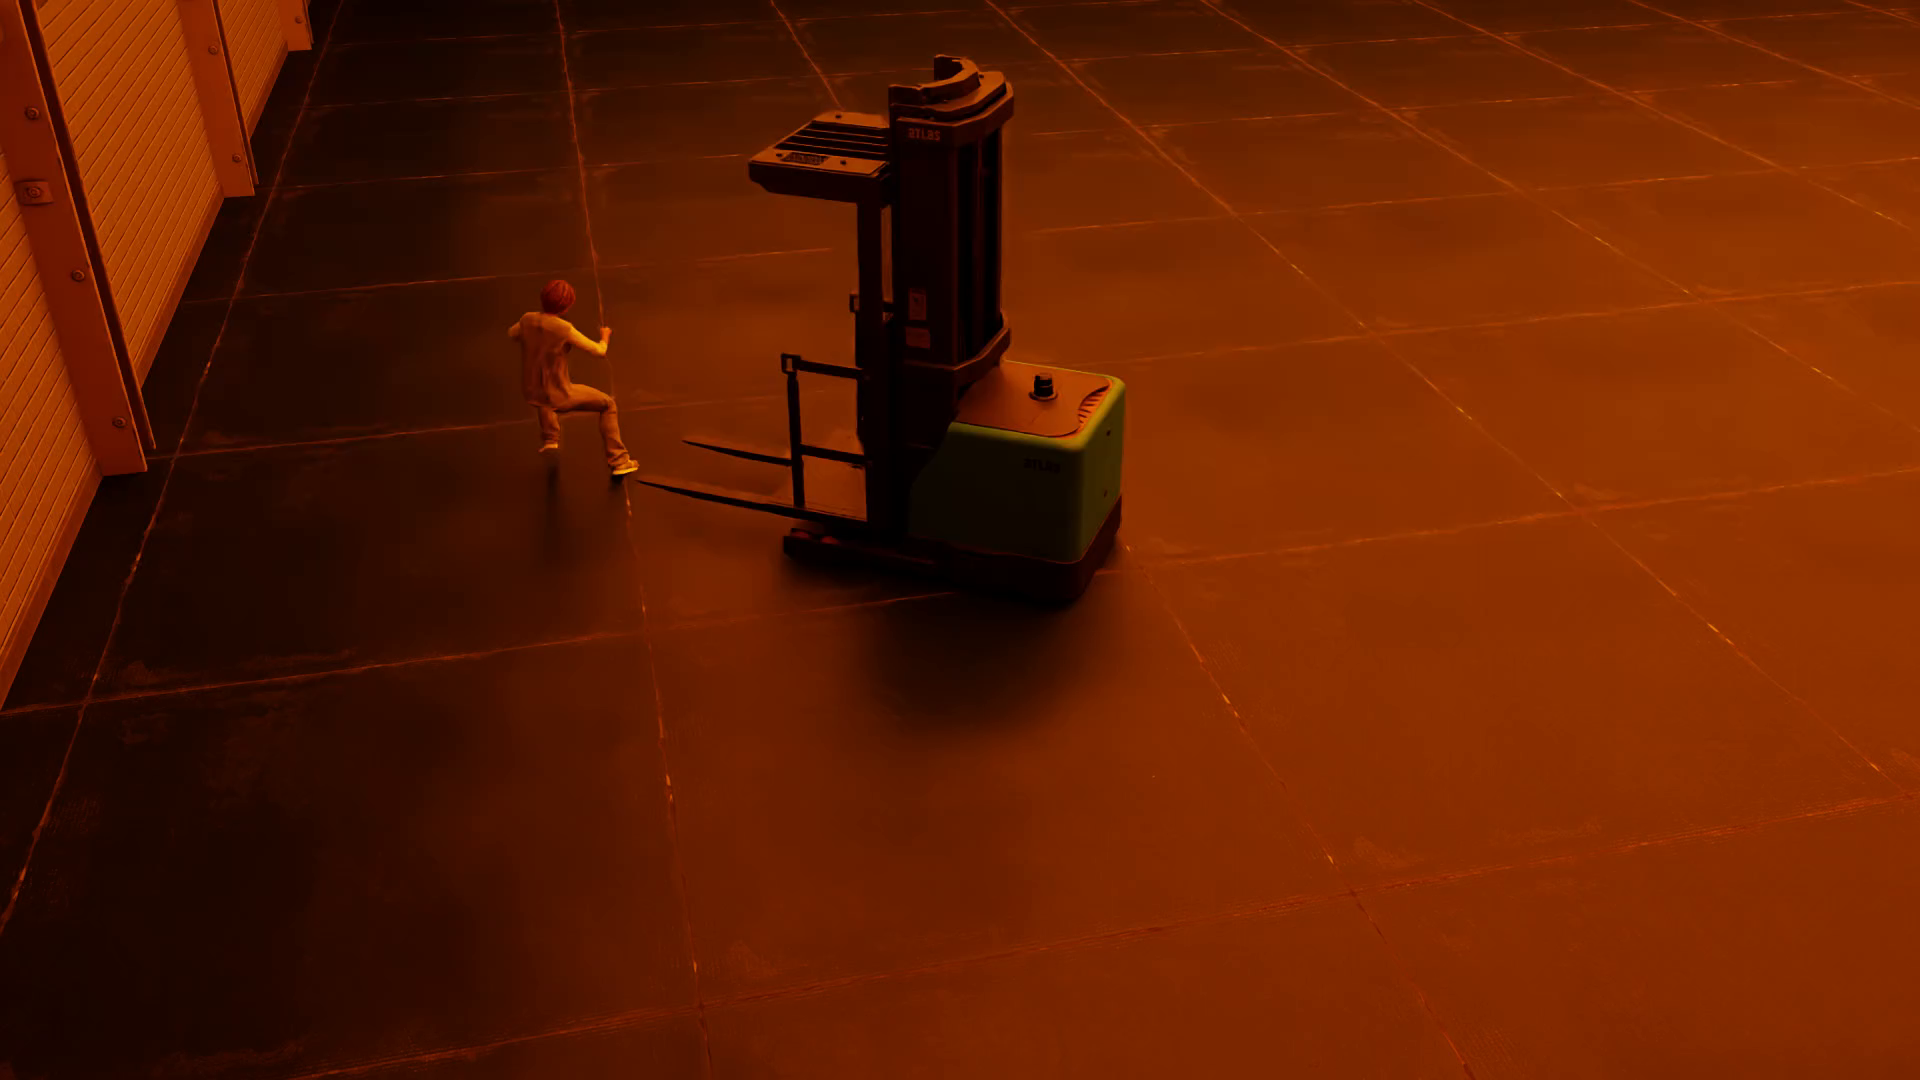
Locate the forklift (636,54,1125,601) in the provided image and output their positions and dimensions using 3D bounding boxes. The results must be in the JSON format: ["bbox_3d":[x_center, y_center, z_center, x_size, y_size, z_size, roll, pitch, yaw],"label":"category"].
[{"bbox_3d":[-0.560,-1.357,9.919,3.031,2.935,1.130,11,32,18],"label":"forklift"}]

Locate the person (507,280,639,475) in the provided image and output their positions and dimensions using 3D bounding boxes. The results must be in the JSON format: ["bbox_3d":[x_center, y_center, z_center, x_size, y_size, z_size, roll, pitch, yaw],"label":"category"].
[{"bbox_3d":[-2.593,-1.088,11.050,0.782,1.381,0.678,10,31,16],"label":"person"}]
